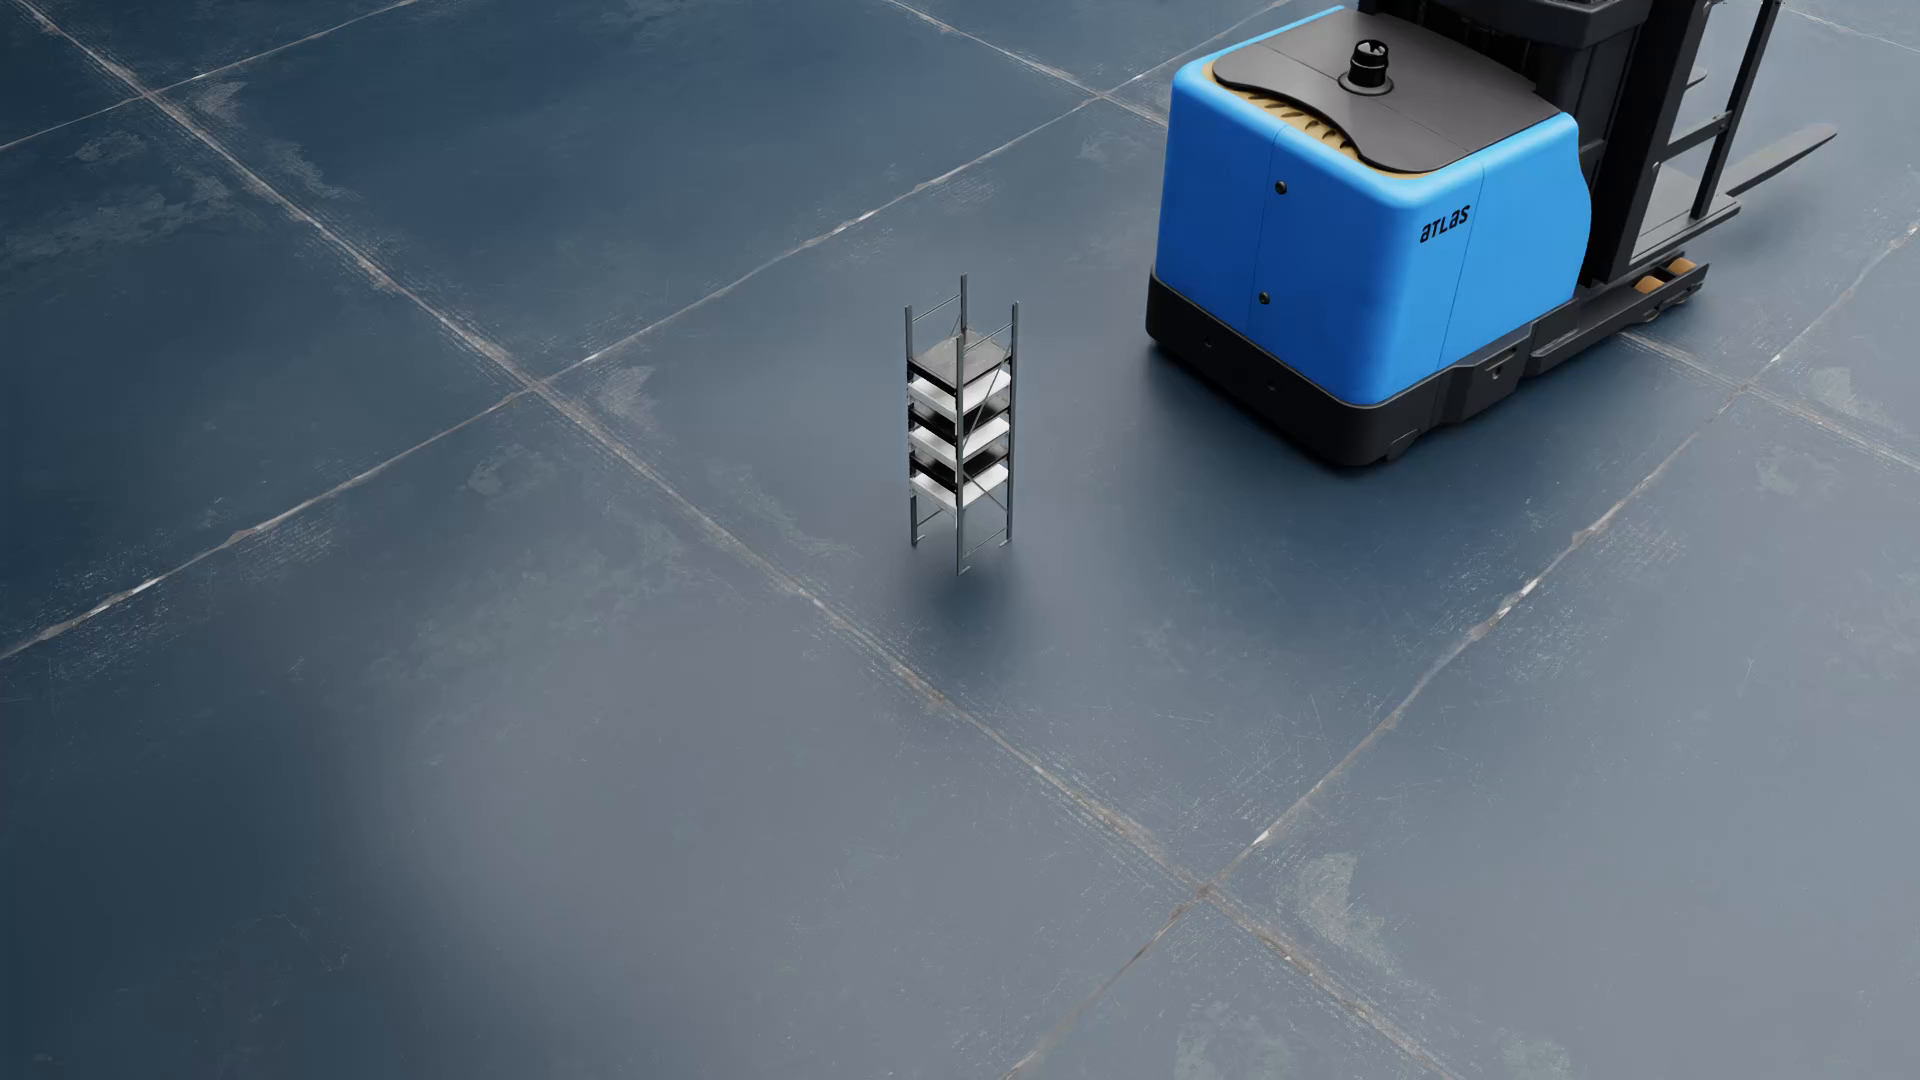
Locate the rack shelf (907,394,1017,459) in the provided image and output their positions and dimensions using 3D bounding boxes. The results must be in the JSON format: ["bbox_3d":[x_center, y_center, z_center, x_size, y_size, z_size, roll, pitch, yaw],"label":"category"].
[{"bbox_3d":[0.006,-0.368,4.902,0.258,0.077,0.200,-34,53,-31],"label":"rack shelf"}]

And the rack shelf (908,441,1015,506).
[{"bbox_3d":[0.006,-0.236,5.024,0.258,0.077,0.200,-34,53,-31],"label":"rack shelf"}]

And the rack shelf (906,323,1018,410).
[{"bbox_3d":[0.006,-0.500,4.780,0.258,0.077,0.200,-34,53,-31],"label":"rack shelf"}]

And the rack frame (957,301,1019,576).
[{"bbox_3d":[0.078,-0.278,4.888,0.240,0.900,0.006,-34,53,-31],"label":"rack frame"}]

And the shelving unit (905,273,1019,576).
[{"bbox_3d":[0.006,-0.327,4.940,0.258,0.900,0.210,-34,53,-31],"label":"shelving unit"}]

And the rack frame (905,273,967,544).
[{"bbox_3d":[-0.066,-0.375,4.993,0.240,0.900,0.006,-34,53,-31],"label":"rack frame"}]

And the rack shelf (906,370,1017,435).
[{"bbox_3d":[0.006,-0.434,4.841,0.258,0.077,0.200,-34,53,-31],"label":"rack shelf"}]

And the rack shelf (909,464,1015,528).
[{"bbox_3d":[0.006,-0.170,5.085,0.258,0.077,0.200,-34,53,-31],"label":"rack shelf"}]

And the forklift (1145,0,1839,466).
[{"bbox_3d":[2.147,-2.138,5.404,3.031,2.935,1.130,-27,49,-26],"label":"forklift"}]

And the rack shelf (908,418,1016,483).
[{"bbox_3d":[0.006,-0.302,4.963,0.258,0.077,0.200,-34,53,-31],"label":"rack shelf"}]
